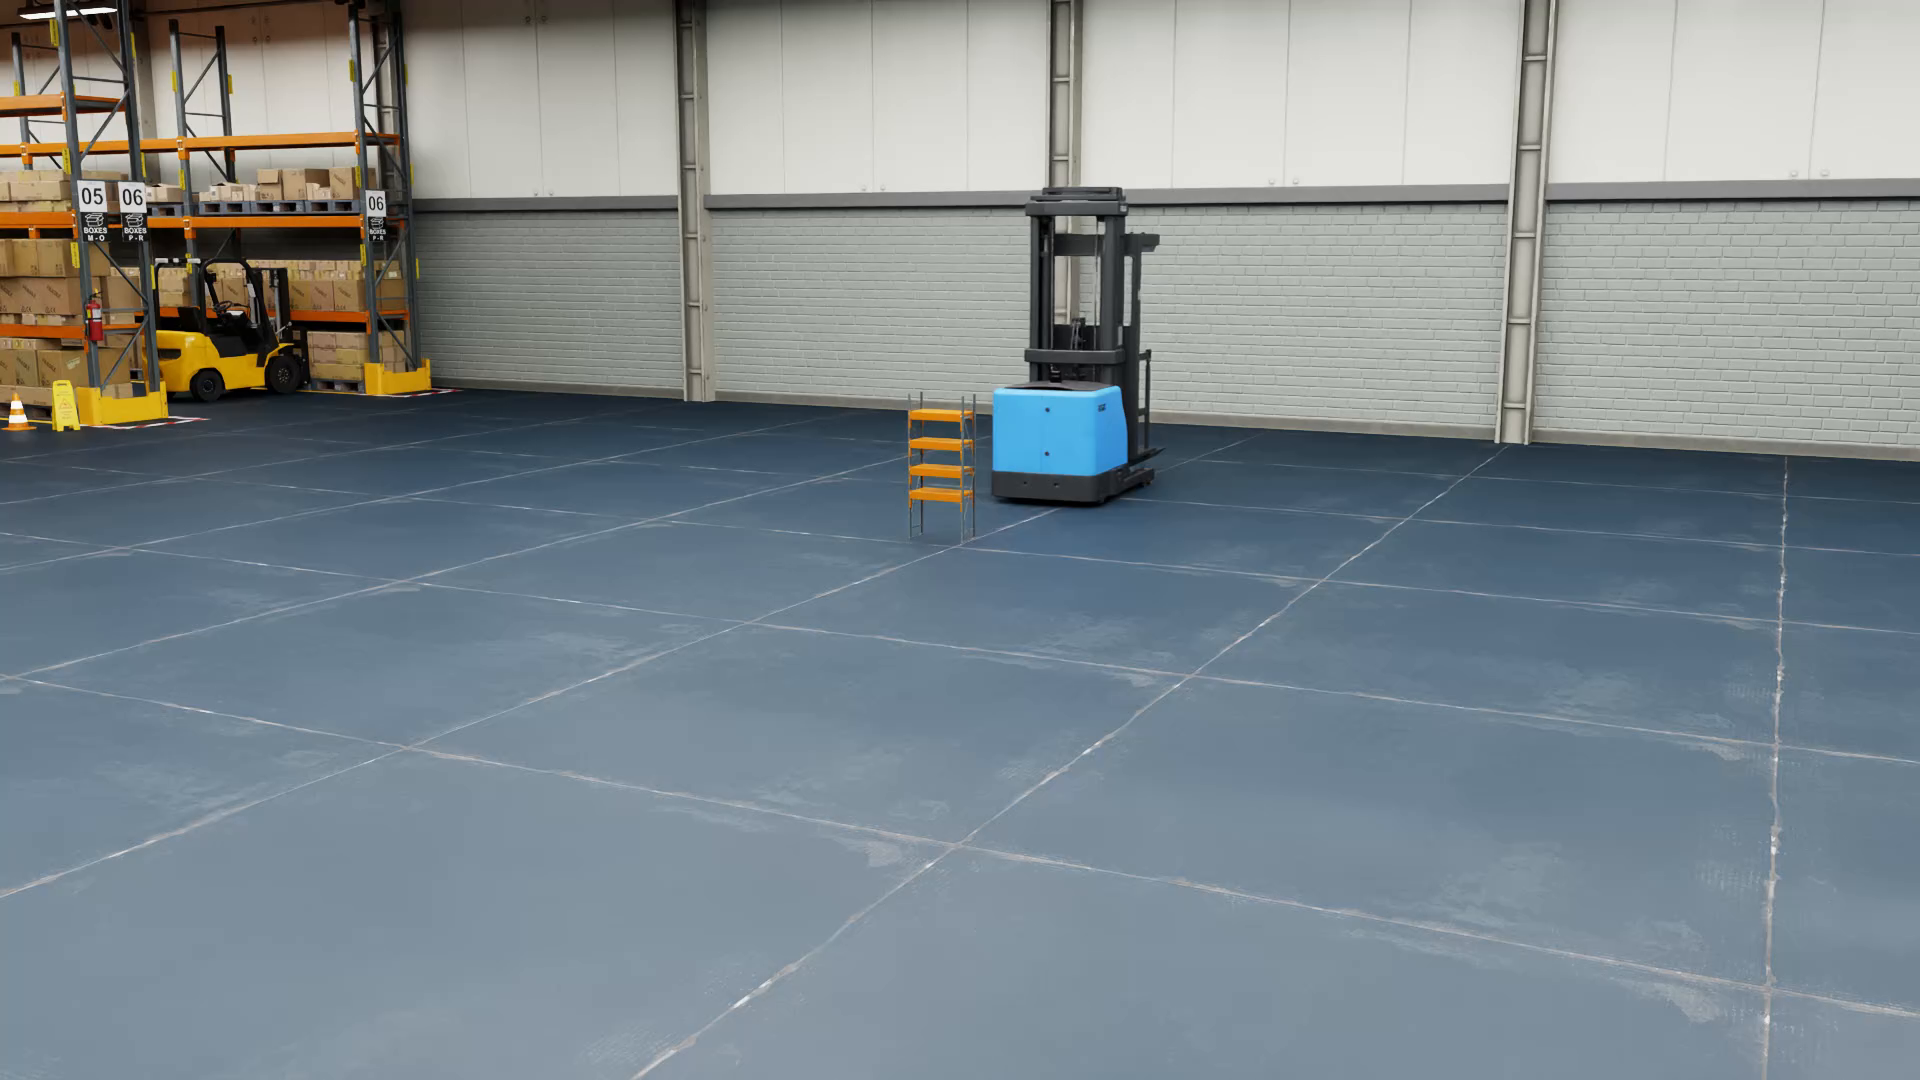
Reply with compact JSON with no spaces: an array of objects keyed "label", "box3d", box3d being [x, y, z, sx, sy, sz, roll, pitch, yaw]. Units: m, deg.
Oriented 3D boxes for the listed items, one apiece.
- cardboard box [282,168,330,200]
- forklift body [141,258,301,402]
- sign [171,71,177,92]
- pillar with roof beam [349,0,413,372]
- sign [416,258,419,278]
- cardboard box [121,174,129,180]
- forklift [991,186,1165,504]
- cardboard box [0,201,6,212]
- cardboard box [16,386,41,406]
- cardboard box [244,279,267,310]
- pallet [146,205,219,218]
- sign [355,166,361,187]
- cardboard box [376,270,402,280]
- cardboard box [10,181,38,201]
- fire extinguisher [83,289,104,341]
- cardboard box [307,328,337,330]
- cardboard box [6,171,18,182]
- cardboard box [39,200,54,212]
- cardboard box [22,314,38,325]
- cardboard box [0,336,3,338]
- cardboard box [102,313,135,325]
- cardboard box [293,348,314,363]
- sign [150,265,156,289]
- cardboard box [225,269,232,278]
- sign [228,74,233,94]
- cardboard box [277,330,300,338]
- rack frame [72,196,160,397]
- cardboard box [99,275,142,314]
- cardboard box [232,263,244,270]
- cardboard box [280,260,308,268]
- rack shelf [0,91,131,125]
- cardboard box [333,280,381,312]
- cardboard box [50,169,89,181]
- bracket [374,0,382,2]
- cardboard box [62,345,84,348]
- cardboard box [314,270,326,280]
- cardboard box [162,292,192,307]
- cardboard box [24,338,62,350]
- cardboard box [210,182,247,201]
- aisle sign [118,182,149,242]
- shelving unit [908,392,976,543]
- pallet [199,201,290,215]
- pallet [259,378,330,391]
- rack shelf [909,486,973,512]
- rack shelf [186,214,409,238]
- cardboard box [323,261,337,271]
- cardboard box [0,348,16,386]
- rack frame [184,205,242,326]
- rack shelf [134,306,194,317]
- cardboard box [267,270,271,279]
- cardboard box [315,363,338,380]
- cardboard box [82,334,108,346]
[{"label":"cardboard box","box3d":[-10.529,-5.765,26.997,0.500,0.500,0.700,5,11,26]},{"label":"forklift body","box3d":[-11.658,-3.332,26.099,1.214,2.155,2.313,5,11,26]},{"label":"sign","box3d":[-12.967,-7.569,27.441,0.005,0.325,0.100,5,11,26]},{"label":"pillar with roof beam","box3d":[-11.281,-6.354,23.573,0.548,9.000,9.100,5,11,26]},{"label":"sign","box3d":[-8.899,-4.444,27.210,0.005,0.325,0.100,5,11,26]},{"label":"cardboard box","box3d":[-14.870,-6.126,28.995,0.500,0.500,0.500,5,12,27]},{"label":"forklift","box3d":[1.326,-1.999,16.547,1.130,2.935,3.031,4,11,22]},{"label":"cardboard box","box3d":[-12.923,-4.539,22.672,0.250,0.149,0.380,5,11,24]},{"label":"cardboard box","box3d":[-12.648,-2.015,22.980,0.500,0.250,0.500,5,11,26]},{"label":"cardboard box","box3d":[-11.526,-4.101,27.685,0.500,0.500,0.500,5,11,25]},{"label":"pallet","box3d":[-13.534,-5.656,28.672,1.217,0.209,0.805,5,11,24]},{"label":"sign","box3d":[-9.403,-5.678,25.996,0.005,0.325,0.100,5,11,26]},{"label":"cardboard box","box3d":[-9.339,-4.328,27.117,0.250,0.149,0.380,5,11,24]},{"label":"cardboard box","box3d":[-12.366,-4.686,22.362,0.500,0.250,0.500,5,11,25]},{"label":"fire extinguisher","box3d":[-11.444,-2.977,21.976,0.183,0.674,0.296,5,11,26]},{"label":"cardboard box","box3d":[-10.847,-3.426,27.973,0.500,0.250,0.500,5,11,25]},{"label":"cardboard box","box3d":[-12.649,-4.915,22.506,0.250,0.149,0.380,5,11,26]},{"label":"cardboard box","box3d":[-12.024,-4.448,22.169,0.250,0.149,0.380,5,11,26]},{"label":"cardboard box","box3d":[-12.514,-3.011,22.650,0.250,0.149,0.380,5,12,27]},{"label":"cardboard box","box3d":[-17.713,-3.579,30.923,0.500,0.500,0.500,6,12,28]},{"label":"cardboard box","box3d":[-11.556,-3.034,22.779,0.250,0.149,0.380,5,11,26]},{"label":"cardboard box","box3d":[-10.642,-3.058,27.341,0.500,0.250,0.500,5,11,25]},{"label":"sign","box3d":[-11.103,-3.611,22.827,0.005,0.325,0.100,5,11,26]},{"label":"cardboard box","box3d":[-12.089,-4.471,27.911,0.250,0.149,0.380,5,11,26]},{"label":"sign","box3d":[-12.470,-7.783,28.397,0.005,0.325,0.100,5,11,26]},{"label":"cardboard box","box3d":[-11.070,-3.342,27.507,0.500,0.250,0.500,5,11,25]},{"label":"rack frame","box3d":[-11.343,-3.098,22.426,0.127,3.000,1.000,5,11,26]},{"label":"cardboard box","box3d":[-11.645,-3.375,22.841,0.500,0.500,0.500,5,11,25]},{"label":"cardboard box","box3d":[-11.890,-4.587,27.715,0.250,0.149,0.380,5,12,27]},{"label":"cardboard box","box3d":[-10.943,-4.520,27.347,0.250,0.149,0.380,5,11,27]},{"label":"rack shelf","box3d":[-13.137,-5.852,22.827,4.000,0.370,1.077,5,11,26]},{"label":"cardboard box","box3d":[-9.708,-3.937,26.781,0.500,0.500,0.500,5,11,25]},{"label":"cardboard box","box3d":[-11.777,-4.822,21.997,0.250,0.149,0.380,5,11,26]},{"label":"bracket","box3d":[-9.161,-8.724,26.557,0.430,0.232,0.235,5,11,26]},{"label":"cardboard box","box3d":[-12.436,-2.471,23.395,0.500,0.500,0.500,5,11,24]},{"label":"cardboard box","box3d":[-10.250,-4.309,27.014,0.250,0.149,0.380,5,11,25]},{"label":"cardboard box","box3d":[-13.305,-4.130,28.551,0.500,0.250,0.500,5,12,27]},{"label":"cardboard box","box3d":[-12.536,-2.680,22.728,0.250,0.149,0.380,5,12,27]},{"label":"cardboard box","box3d":[-12.099,-5.790,27.666,0.500,0.311,0.500,5,12,27]},{"label":"aisle sign","box3d":[-11.150,-4.422,22.441,0.004,0.787,0.394,5,11,26]},{"label":"shelving unit","box3d":[-0.148,-0.603,13.695,0.503,1.200,0.258,5,11,26]},{"label":"pallet","box3d":[-11.961,-5.576,27.941,1.213,0.211,1.003,5,11,26]},{"label":"pallet","box3d":[-10.944,-2.669,27.884,1.213,0.211,1.003,5,11,26]},{"label":"rack shelf","box3d":[-0.148,-0.342,13.743,0.480,0.148,0.258,5,11,26]},{"label":"rack shelf","box3d":[-10.944,-5.171,27.475,4.000,0.370,1.077,5,11,26]},{"label":"cardboard box","box3d":[-10.046,-4.431,26.854,0.250,0.149,0.380,5,12,27]},{"label":"cardboard box","box3d":[-13.096,-2.424,23.135,0.500,0.500,0.500,5,11,24]},{"label":"rack frame","box3d":[-12.737,-4.206,28.549,0.127,3.000,1.000,5,11,26]},{"label":"rack shelf","box3d":[-14.531,-4.010,29.484,4.000,0.370,1.077,5,11,26]},{"label":"cardboard box","box3d":[-11.190,-4.383,27.421,0.250,0.149,0.380,5,11,25]},{"label":"cardboard box","box3d":[-10.153,-2.772,27.166,0.500,0.250,0.500,5,11,26]},{"label":"cardboard box","box3d":[-15.182,-3.458,29.904,0.625,0.625,0.875,5,12,28]}]
